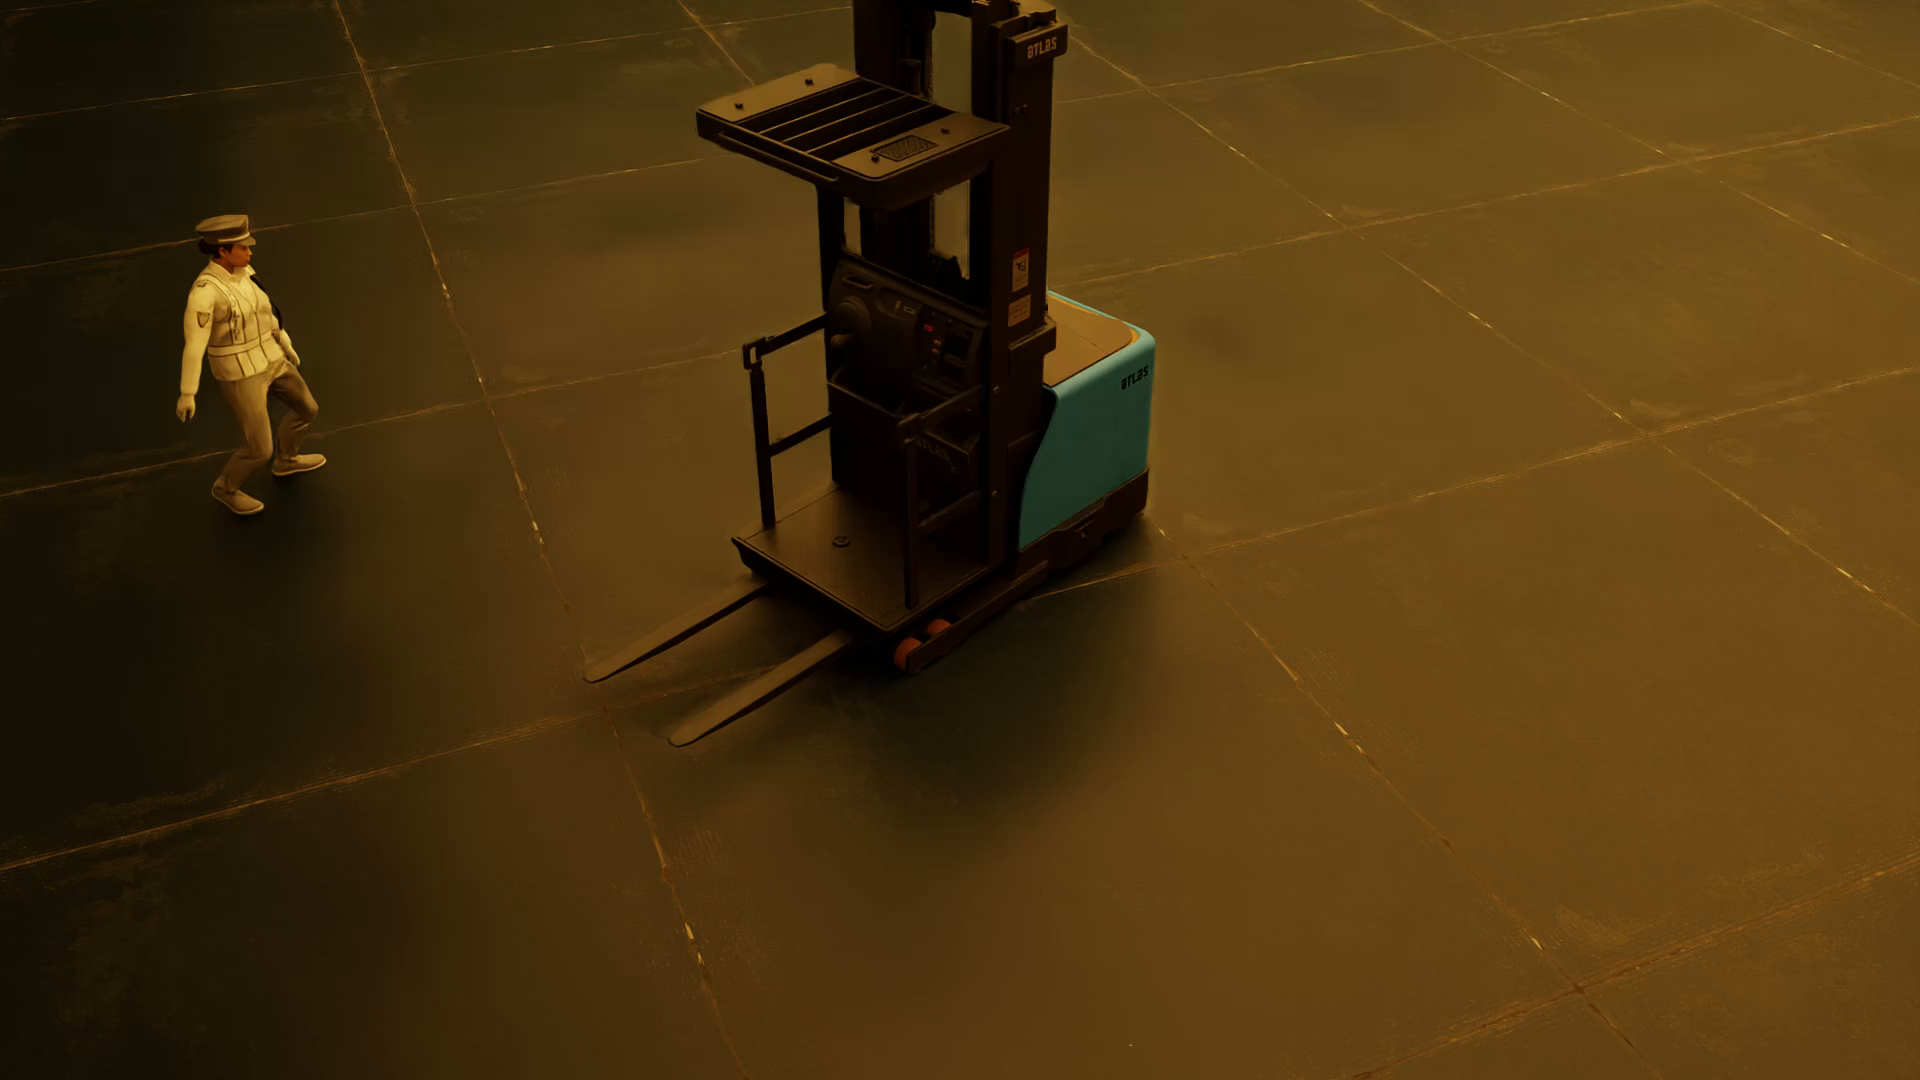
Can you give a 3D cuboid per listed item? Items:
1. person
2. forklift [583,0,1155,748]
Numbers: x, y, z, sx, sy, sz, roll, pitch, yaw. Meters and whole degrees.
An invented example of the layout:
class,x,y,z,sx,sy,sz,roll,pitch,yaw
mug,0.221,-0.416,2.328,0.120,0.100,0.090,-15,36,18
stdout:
class,x,y,z,sx,sy,sz,roll,pitch,yaw
person,-3.710,-0.871,8.499,0.448,1.582,0.812,9,36,13
forklift,-0.396,-0.908,7.375,1.130,2.935,3.031,29,44,34
